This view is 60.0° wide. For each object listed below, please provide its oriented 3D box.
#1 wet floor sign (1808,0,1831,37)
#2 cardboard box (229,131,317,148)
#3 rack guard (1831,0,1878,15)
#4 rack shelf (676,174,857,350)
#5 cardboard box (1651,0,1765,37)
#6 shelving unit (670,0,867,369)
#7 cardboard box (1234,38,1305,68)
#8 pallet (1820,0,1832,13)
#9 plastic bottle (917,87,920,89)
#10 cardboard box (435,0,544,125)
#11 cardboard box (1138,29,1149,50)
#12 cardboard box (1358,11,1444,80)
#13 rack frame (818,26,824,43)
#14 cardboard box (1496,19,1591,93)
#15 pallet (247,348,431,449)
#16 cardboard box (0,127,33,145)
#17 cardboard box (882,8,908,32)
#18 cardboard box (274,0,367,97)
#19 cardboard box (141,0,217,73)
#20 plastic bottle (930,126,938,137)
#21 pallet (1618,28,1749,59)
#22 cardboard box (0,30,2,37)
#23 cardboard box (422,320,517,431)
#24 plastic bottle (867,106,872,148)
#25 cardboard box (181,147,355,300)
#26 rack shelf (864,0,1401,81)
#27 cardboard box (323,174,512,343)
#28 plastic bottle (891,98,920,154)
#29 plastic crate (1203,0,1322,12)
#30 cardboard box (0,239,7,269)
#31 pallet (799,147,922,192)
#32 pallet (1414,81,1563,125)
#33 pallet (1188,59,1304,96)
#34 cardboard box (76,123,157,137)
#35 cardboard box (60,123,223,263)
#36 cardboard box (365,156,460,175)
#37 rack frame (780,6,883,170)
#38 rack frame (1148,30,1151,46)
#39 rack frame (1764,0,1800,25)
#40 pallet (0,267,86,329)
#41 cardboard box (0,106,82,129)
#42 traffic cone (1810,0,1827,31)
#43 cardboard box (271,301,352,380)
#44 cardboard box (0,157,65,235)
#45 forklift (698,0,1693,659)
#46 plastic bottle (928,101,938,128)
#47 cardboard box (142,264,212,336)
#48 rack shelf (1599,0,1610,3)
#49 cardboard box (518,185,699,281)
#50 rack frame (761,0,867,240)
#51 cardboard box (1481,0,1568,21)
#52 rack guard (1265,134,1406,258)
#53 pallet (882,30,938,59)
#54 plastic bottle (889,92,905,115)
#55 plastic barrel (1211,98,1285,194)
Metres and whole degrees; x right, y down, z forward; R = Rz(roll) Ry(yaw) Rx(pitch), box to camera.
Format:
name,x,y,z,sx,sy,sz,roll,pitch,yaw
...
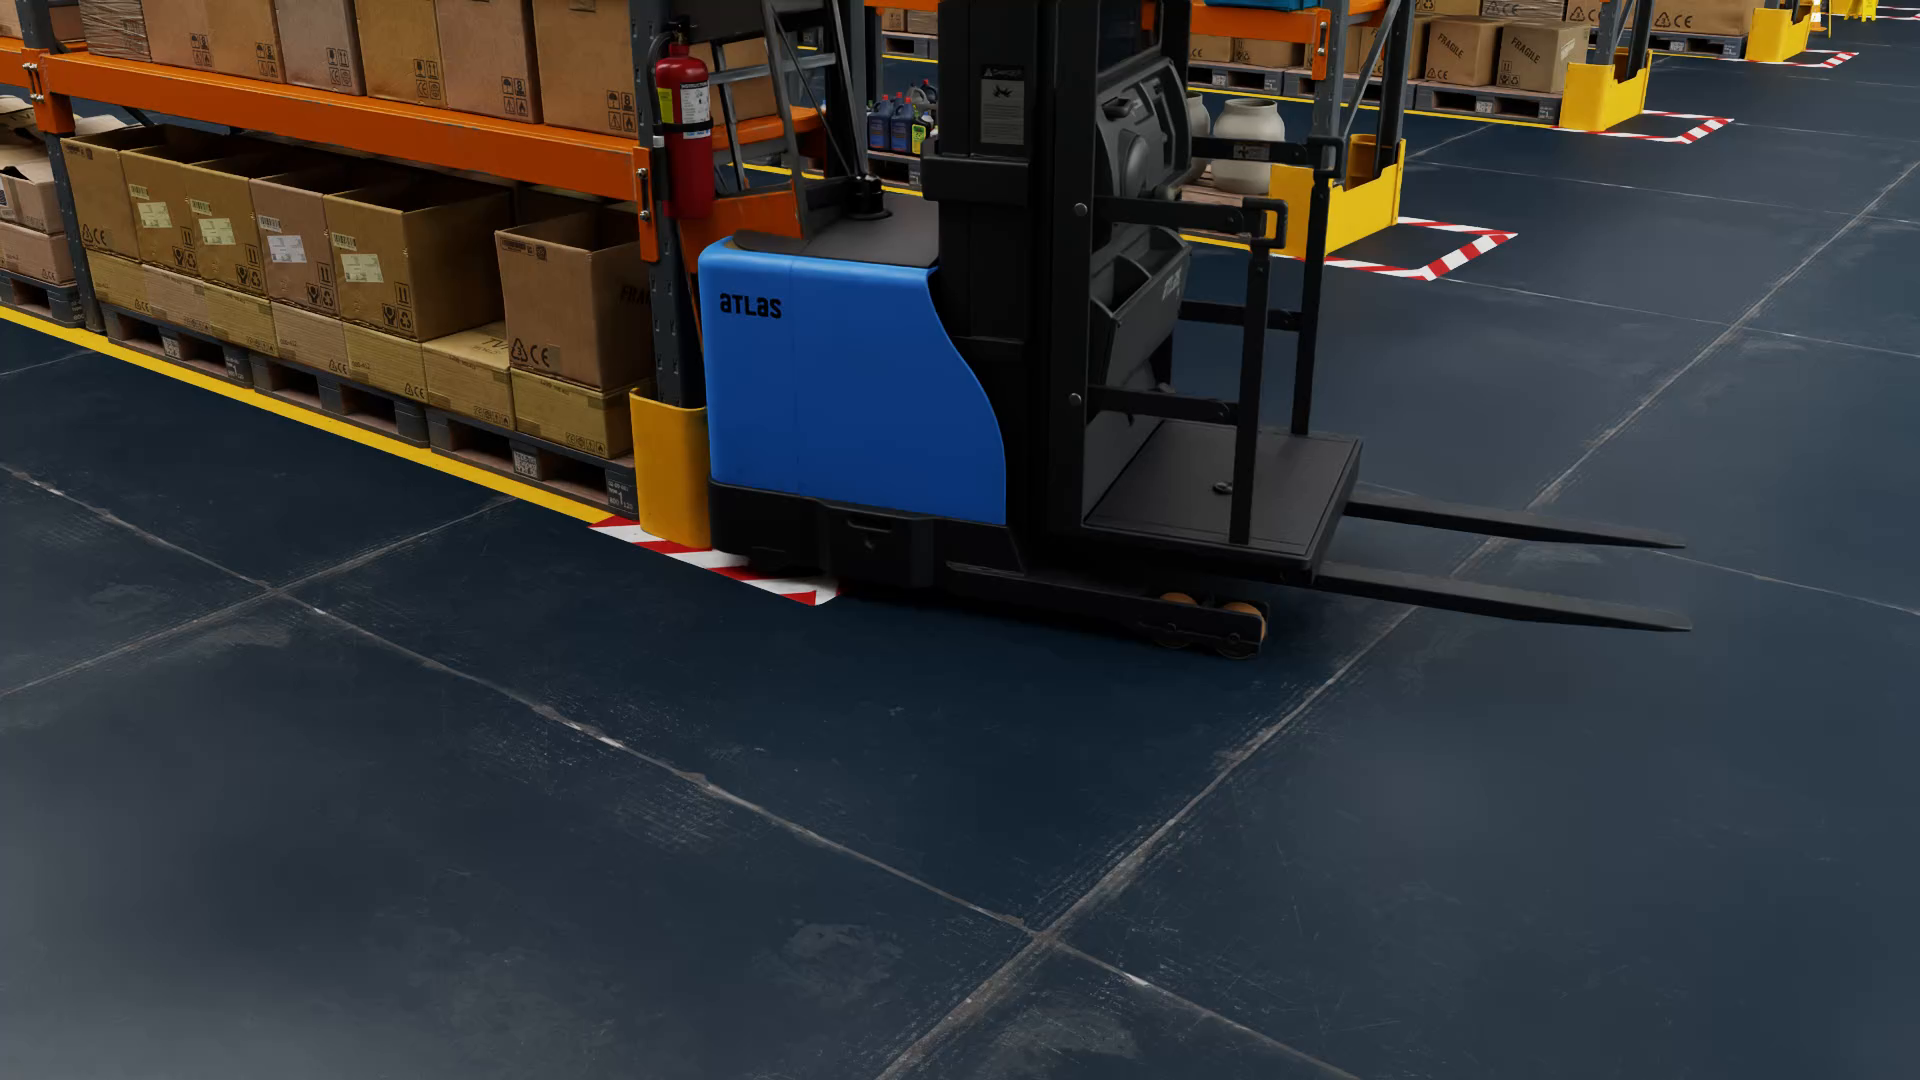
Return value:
name,x,y,z,sx,sy,sz,roll,pitch,yaw
wet floor sign,9.529,-5.893,18.324,0.232,0.644,0.267,12,26,24
cardboard box,-2.987,-1.645,7.723,0.500,0.500,0.500,17,29,33
rack guard,11.145,-6.834,20.641,0.348,0.500,1.175,17,29,33
rack shelf,-0.583,-0.927,5.463,0.480,0.518,0.431,0,18,30
cardboard box,7.736,-5.701,17.082,0.875,0.875,0.875,17,29,34
shelving unit,-0.585,-0.940,5.459,0.503,2.100,0.431,0,18,30
cardboard box,2.821,-4.532,14.895,0.500,0.500,0.500,-16,28,-31
pallet,10.516,-6.910,21.171,1.213,0.211,1.003,17,29,33
plastic bottle,-0.326,-3.080,11.843,0.133,0.283,0.061,19,30,36
cardboard box,-1.471,-1.855,6.117,0.500,0.500,0.700,18,29,35
cardboard box,1.583,-4.942,15.802,0.500,0.500,0.700,14,28,29
cardboard box,3.784,-4.258,14.273,0.500,0.500,0.500,20,31,38
rack frame,-1.139,-6.697,17.229,0.127,3.000,1.000,17,29,33
cardboard box,4.773,-3.967,13.613,0.500,0.500,0.500,-20,31,-38
pallet,-2.291,-0.758,7.208,1.213,0.211,1.003,17,29,33
cardboard box,-5.196,-1.976,8.707,0.500,0.311,0.500,17,29,33
cardboard box,-0.591,-5.599,17.291,0.500,0.500,0.700,15,28,31
cardboard box,-2.288,-2.103,6.679,0.500,0.500,0.700,18,29,35
cardboard box,-3.098,-2.349,7.238,0.500,0.500,0.700,16,29,33
plastic bottle,-0.148,-2.602,10.859,0.097,0.201,0.097,0,24,0
pallet,7.631,-5.230,17.359,1.213,0.211,1.003,17,29,33
cardboard box,-4.696,-2.626,8.157,0.258,0.266,0.396,16,28,32
cardboard box,-1.695,-0.652,6.400,0.500,0.250,0.500,17,29,33
plastic bottle,-0.641,-2.799,11.214,0.135,0.276,0.152,18,30,35
cardboard box,-2.899,-1.356,7.068,0.500,0.500,0.500,17,29,33
rack shelf,0.692,-3.319,10.454,4.000,0.370,1.077,17,29,33
cardboard box,-2.098,-1.115,6.519,0.500,0.500,0.500,17,29,33
plastic bottle,-0.361,-2.746,11.002,0.185,0.351,0.144,15,28,31
plastic crate,1.712,-3.121,9.297,0.616,0.251,0.499,17,29,33
cardboard box,-4.792,-1.598,8.546,0.500,0.250,0.500,16,29,33
pallet,-0.396,-2.680,11.570,1.213,0.211,1.003,17,29,33
pallet,4.573,-3.712,13.914,1.213,0.211,1.003,17,29,33
pallet,2.620,-4.303,15.253,1.213,0.211,1.003,17,29,33
cardboard box,-4.461,-2.028,8.826,0.500,0.311,0.500,16,29,33
cardboard box,-3.699,-1.598,7.616,0.500,0.500,0.500,17,29,33
cardboard box,-2.176,-1.409,7.187,0.500,0.500,0.500,17,29,33
rack frame,-0.909,-4.132,11.407,0.127,3.000,1.000,17,29,33
rack frame,2.062,-5.730,15.034,0.127,3.000,1.000,17,29,33
rack frame,8.318,-6.338,16.415,0.127,3.000,1.000,17,29,33
pallet,-4.495,-1.424,8.720,1.213,0.211,1.003,17,29,33
cardboard box,-5.295,-2.277,9.390,0.500,0.311,0.500,18,29,35
traffic cone,9.695,-6.046,18.899,0.334,0.463,0.336,17,29,33
cardboard box,-2.495,-0.894,6.949,0.500,0.250,0.500,17,29,33
cardboard box,-4.378,-1.730,8.151,0.500,0.311,0.500,17,29,33
forklift,0.740,-1.229,4.904,3.031,2.935,1.130,9,25,19
plastic bottle,-0.136,-2.923,11.497,0.135,0.276,0.152,17,29,33
cardboard box,-3.296,-1.136,7.497,0.500,0.250,0.500,17,29,33
rack shelf,3.662,-4.917,14.081,4.000,0.370,1.077,17,29,33
cardboard box,-1.379,-1.166,6.635,0.500,0.500,0.500,17,29,33
rack frame,-0.374,-0.940,5.336,0.015,2.100,0.400,0,18,30
cardboard box,6.302,-6.134,18.066,0.875,0.875,0.875,17,29,34
rack guard,2.203,-2.024,9.723,0.348,0.500,1.175,17,29,33
pallet,-0.515,-5.231,17.361,1.213,0.211,1.003,17,29,33
plastic bottle,-0.425,-2.838,11.211,0.185,0.351,0.144,17,29,33
plastic barrel,1.720,-2.352,9.934,0.421,0.512,0.421,0,24,0
